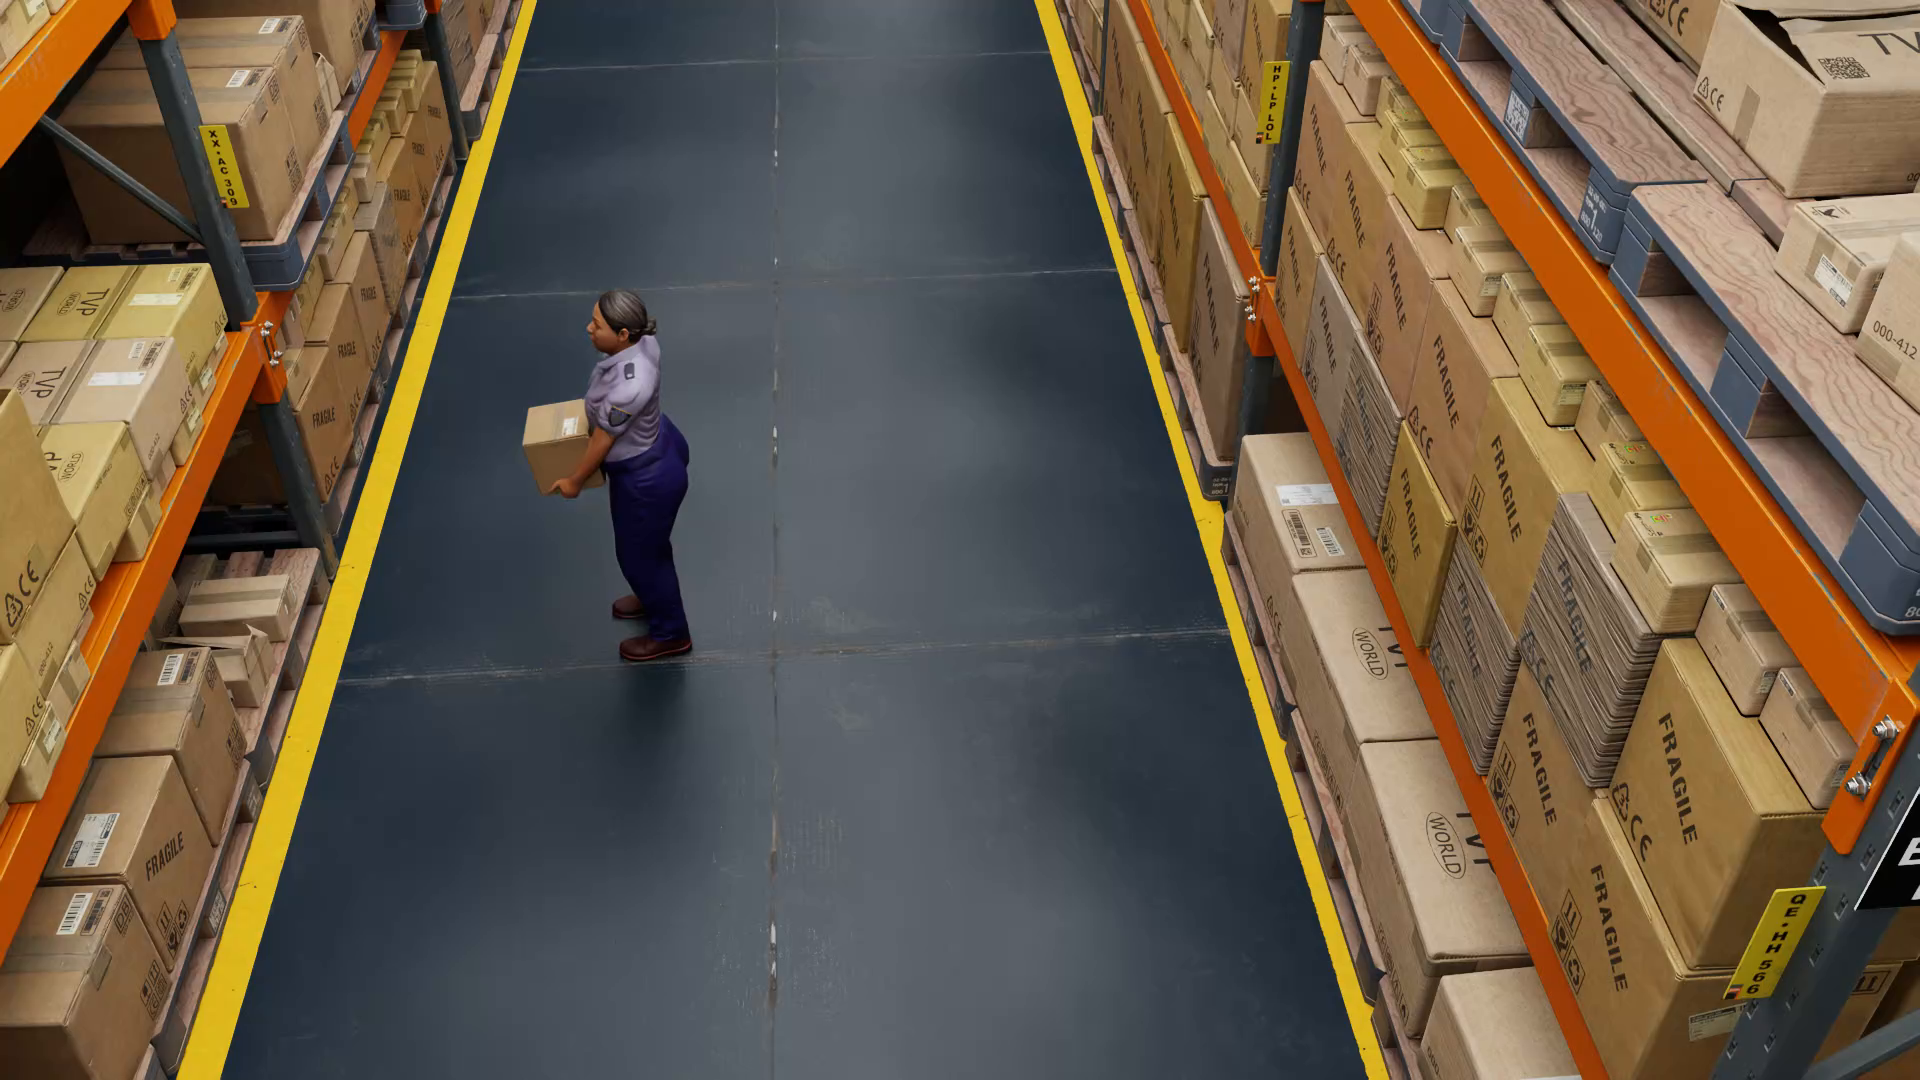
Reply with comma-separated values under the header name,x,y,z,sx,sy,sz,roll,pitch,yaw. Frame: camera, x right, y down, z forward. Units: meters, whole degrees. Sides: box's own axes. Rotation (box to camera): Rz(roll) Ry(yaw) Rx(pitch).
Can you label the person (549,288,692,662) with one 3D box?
name,x,y,z,sx,sy,sz,roll,pitch,yaw
person,-1.320,-0.253,6.483,0.524,1.647,0.434,-4,39,-4
